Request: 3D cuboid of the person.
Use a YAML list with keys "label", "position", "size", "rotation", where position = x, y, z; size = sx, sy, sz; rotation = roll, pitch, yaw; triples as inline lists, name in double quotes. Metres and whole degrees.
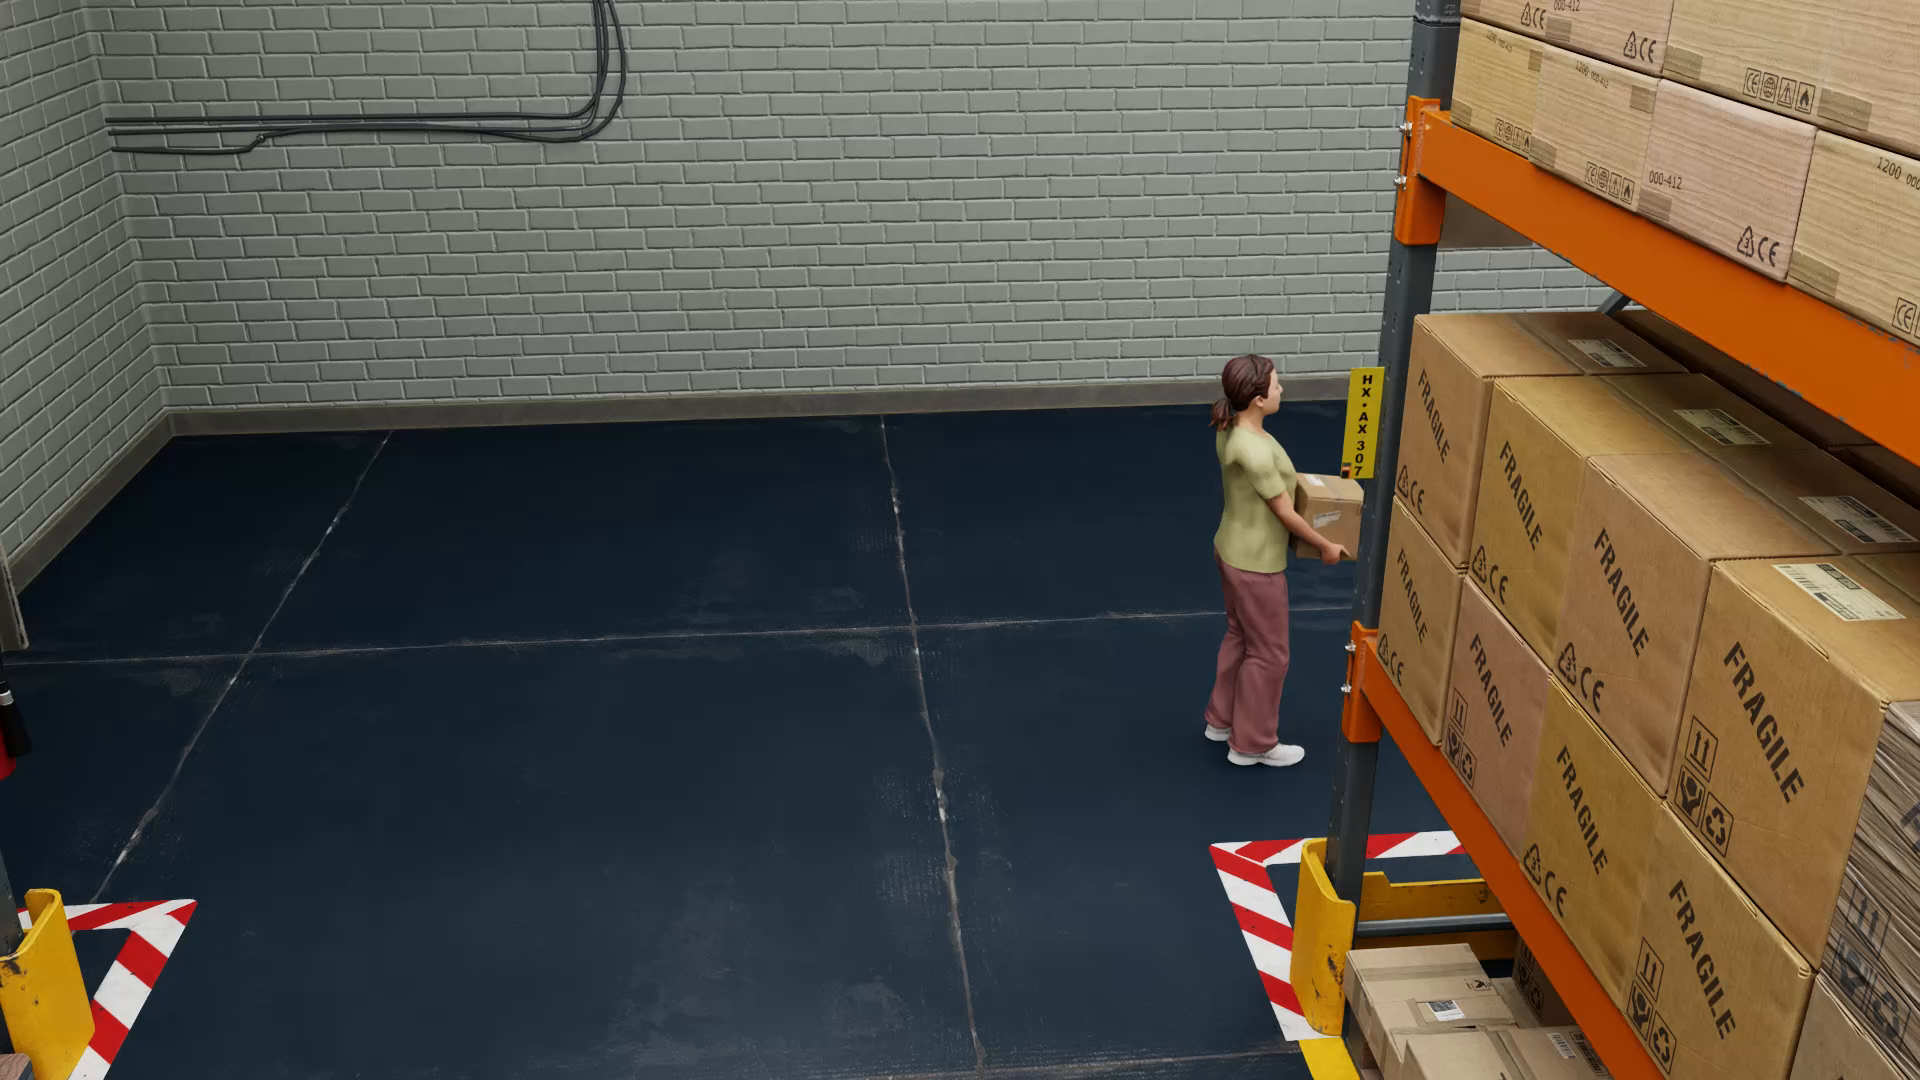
- label: "person"
  position: [1.194, 0.085, 6.425]
  size: [0.549, 1.665, 0.426]
  rotation: [-2, 24, -4]
